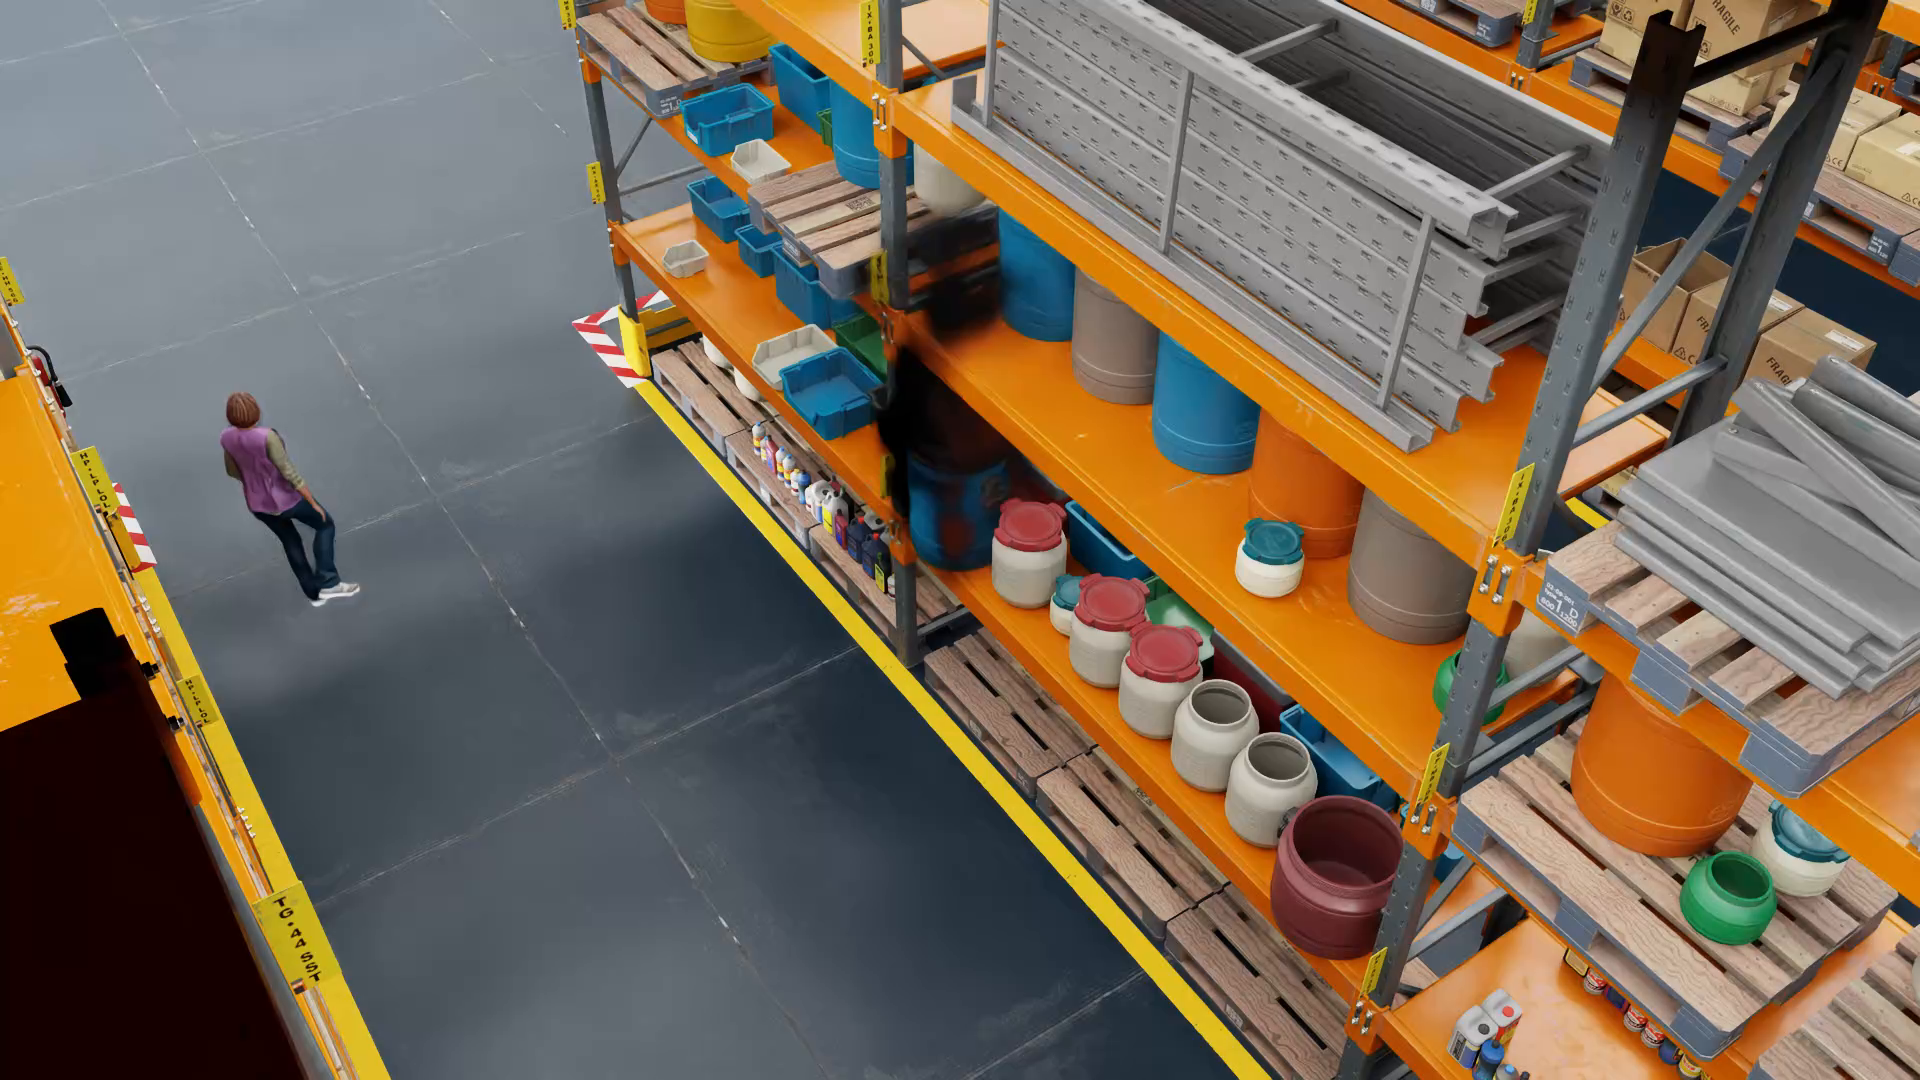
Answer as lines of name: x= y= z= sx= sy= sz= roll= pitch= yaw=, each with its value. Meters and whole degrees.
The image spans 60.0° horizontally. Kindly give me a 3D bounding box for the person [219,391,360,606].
person: x=-4.248 y=-0.236 z=10.473 sx=0.635 sy=1.584 sz=0.416 roll=4 pitch=43 yaw=4
